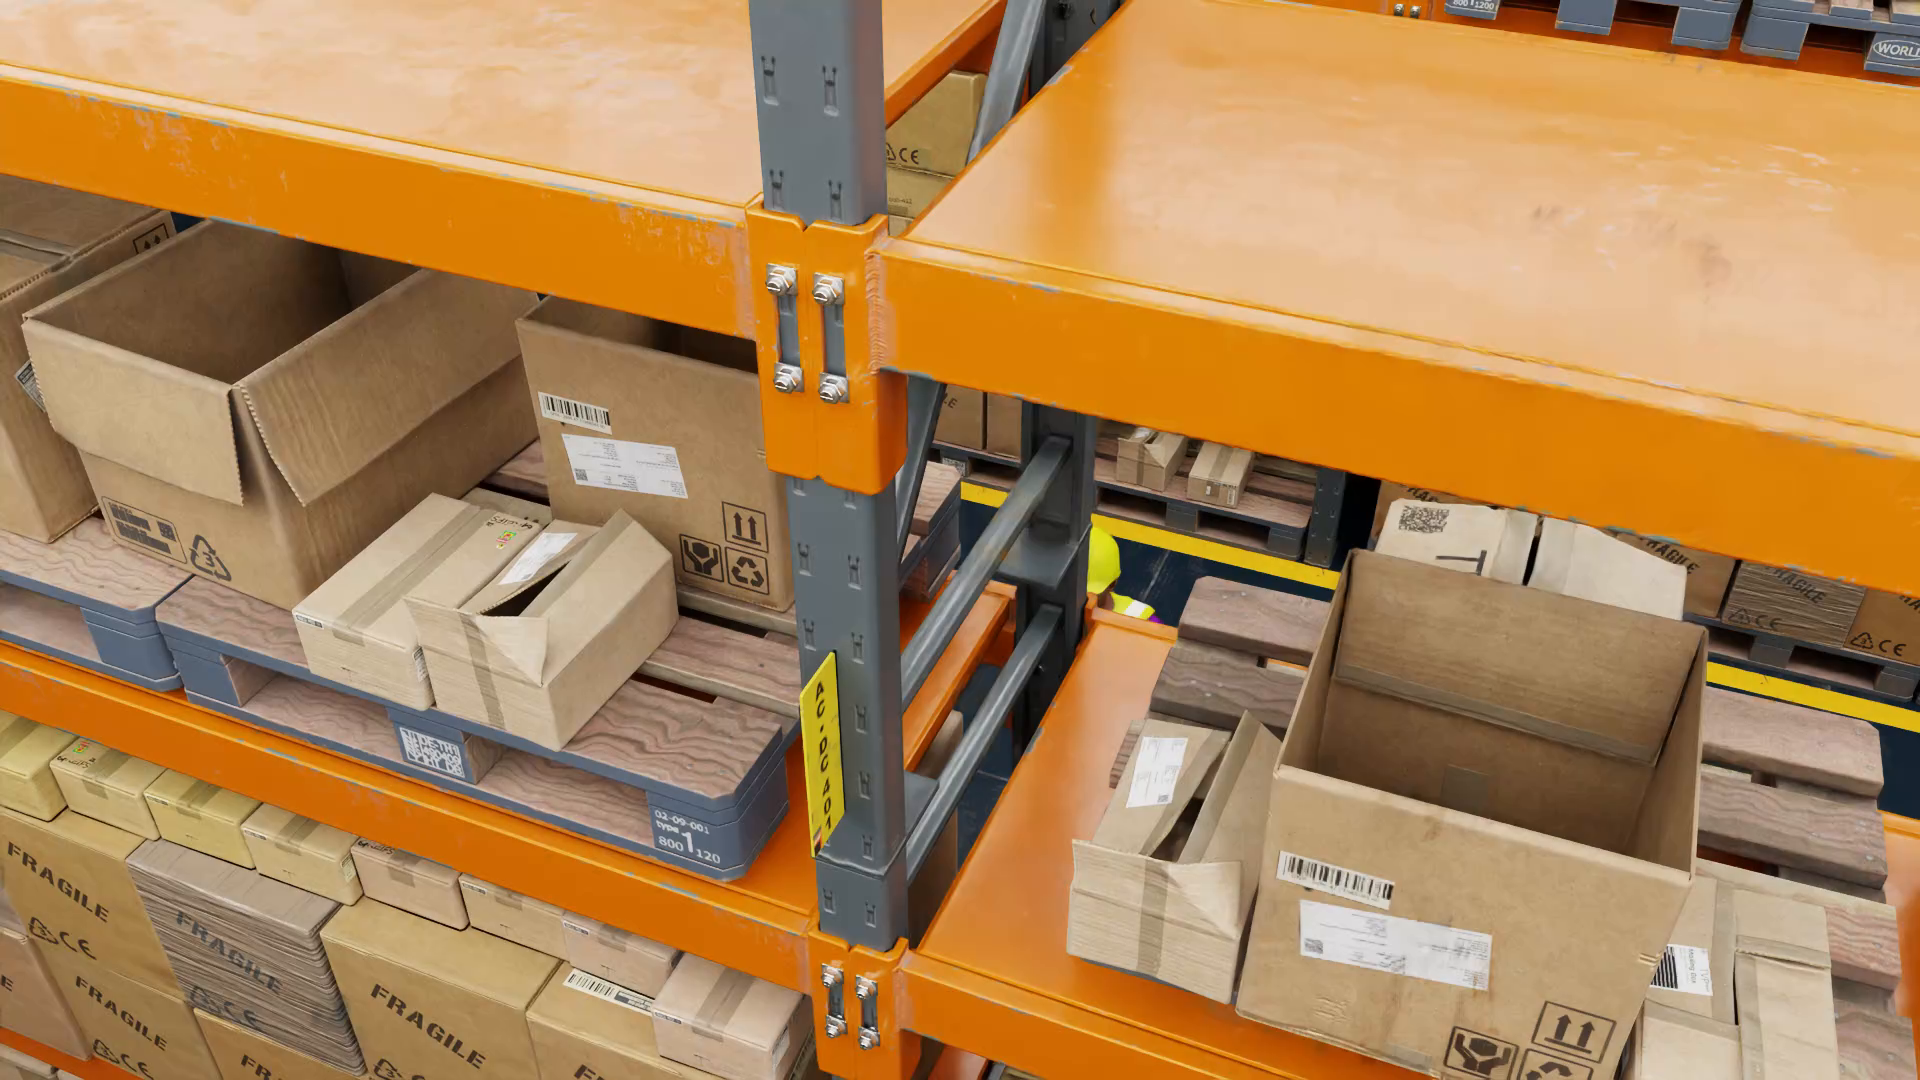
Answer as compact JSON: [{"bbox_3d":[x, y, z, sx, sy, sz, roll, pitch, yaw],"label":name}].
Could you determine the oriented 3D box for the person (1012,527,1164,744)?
[{"bbox_3d":[0.418,0.728,5.902,0.567,1.833,0.432,15,40,19],"label":"person"}]
